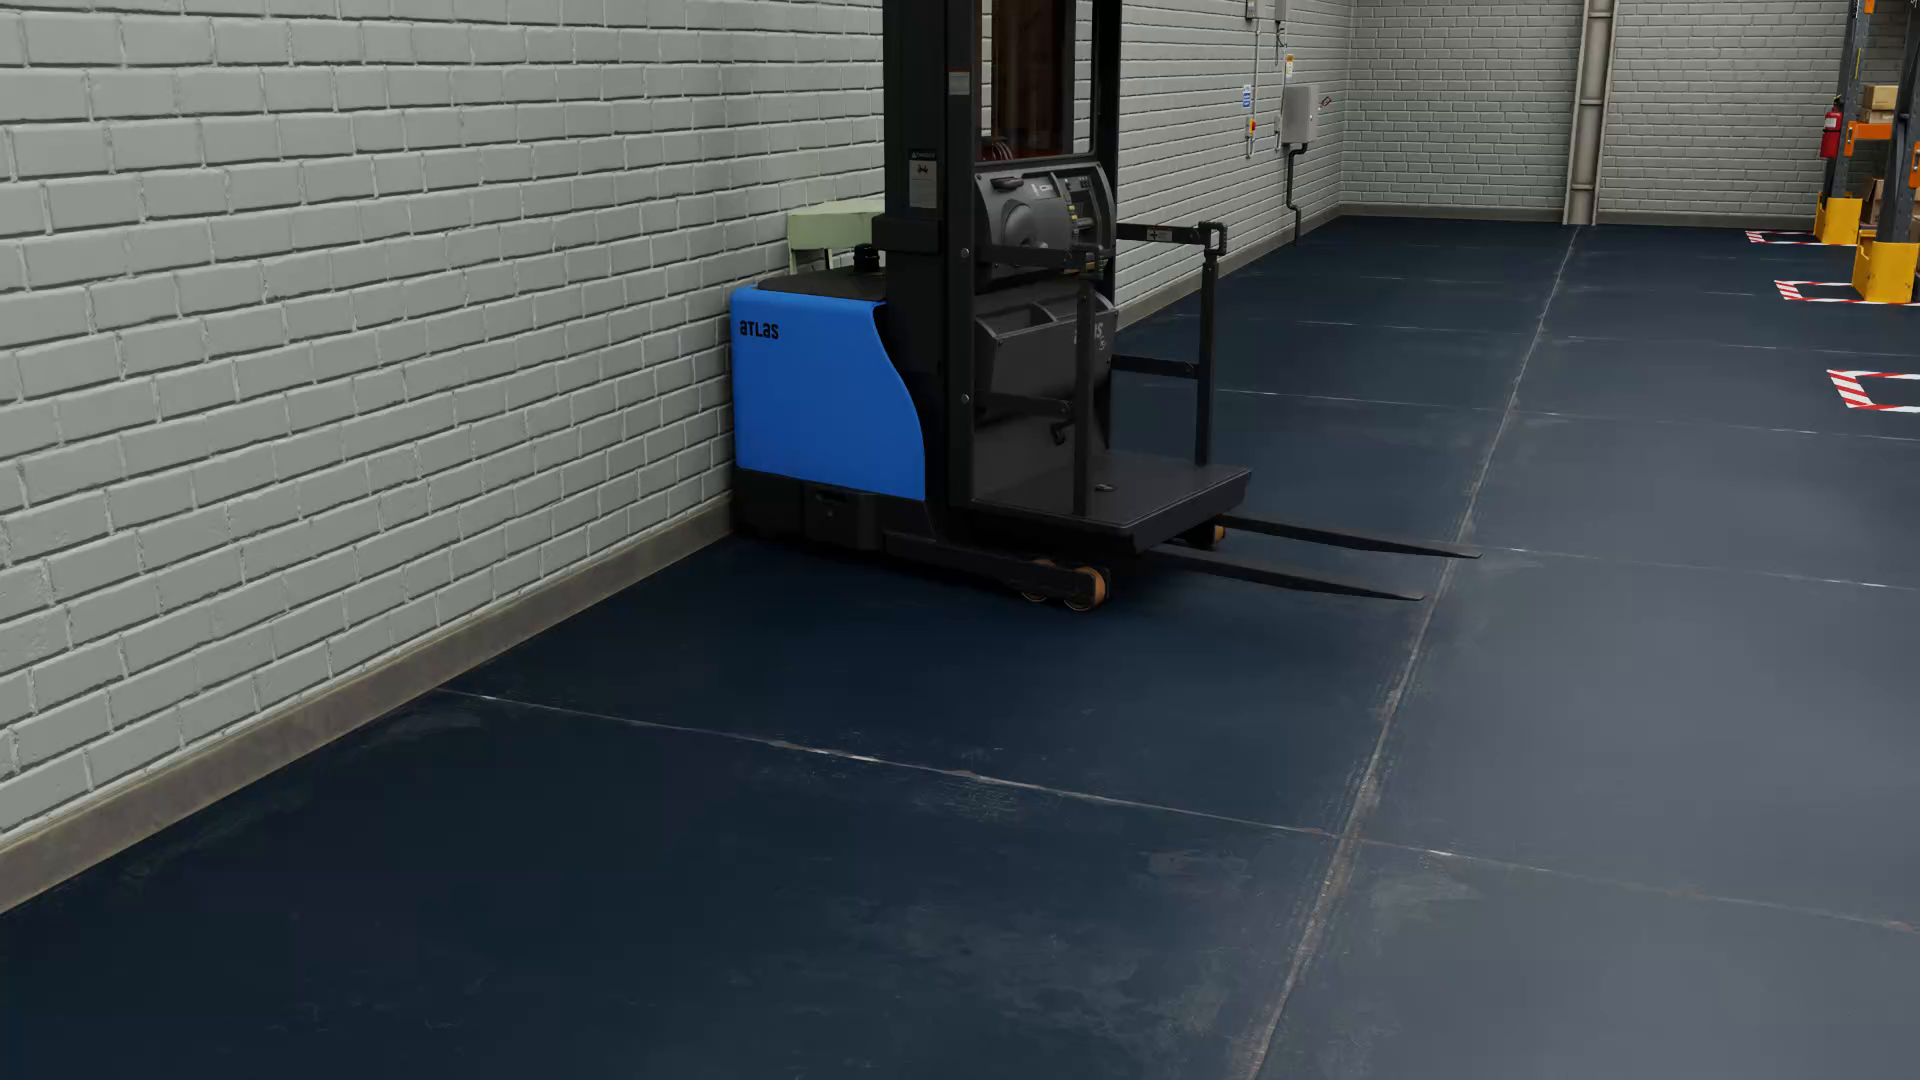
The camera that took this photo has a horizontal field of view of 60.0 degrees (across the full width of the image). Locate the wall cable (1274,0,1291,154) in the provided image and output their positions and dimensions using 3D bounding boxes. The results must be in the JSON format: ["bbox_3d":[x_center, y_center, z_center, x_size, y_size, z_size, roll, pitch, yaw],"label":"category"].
[{"bbox_3d":[3.362,-5.027,17.288,0.122,1.984,0.588,6,17,21],"label":"wall cable"}]

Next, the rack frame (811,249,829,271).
[{"bbox_3d":[-0.682,-1.018,7.877,0.023,1.500,0.400,3,20,22],"label":"rack frame"}]

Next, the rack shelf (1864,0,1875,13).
[{"bbox_3d":[11.785,-5.778,17.605,4.000,0.370,1.077,6,17,21],"label":"rack shelf"}]

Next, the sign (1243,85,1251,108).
[{"bbox_3d":[2.778,-4.294,16.099,0.001,0.218,0.327,6,17,21],"label":"sign"}]

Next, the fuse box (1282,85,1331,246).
[{"bbox_3d":[3.759,-4.081,18.163,0.414,1.711,0.539,6,17,21],"label":"fuse box"}]

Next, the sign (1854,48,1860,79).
[{"bbox_3d":[9.726,-5.162,18.022,0.005,0.325,0.100,6,17,21],"label":"sign"}]

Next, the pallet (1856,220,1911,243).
[{"bbox_3d":[10.737,-3.459,18.710,1.213,0.211,1.003,6,17,21],"label":"pallet"}]

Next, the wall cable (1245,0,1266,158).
[{"bbox_3d":[2.853,-4.673,16.012,0.123,1.953,0.585,6,17,21],"label":"wall cable"}]

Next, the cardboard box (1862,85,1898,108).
[{"bbox_3d":[10.450,-4.980,18.682,0.500,0.250,0.500,7,18,22],"label":"cardboard box"}]

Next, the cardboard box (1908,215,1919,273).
[{"bbox_3d":[8.757,-2.529,14.348,0.875,0.438,0.875,6,17,19],"label":"cardboard box"}]

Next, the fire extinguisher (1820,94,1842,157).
[{"bbox_3d":[9.618,-4.566,18.330,0.183,0.674,0.296,6,17,21],"label":"fire extinguisher"}]

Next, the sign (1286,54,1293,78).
[{"bbox_3d":[3.546,-5.104,17.892,0.001,0.242,0.339,6,17,21],"label":"sign"}]

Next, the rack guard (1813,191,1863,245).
[{"bbox_3d":[9.995,-3.679,18.950,0.348,0.500,1.175,6,17,21],"label":"rack guard"}]

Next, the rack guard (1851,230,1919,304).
[{"bbox_3d":[8.084,-2.401,14.549,0.348,0.500,1.175,6,17,21],"label":"rack guard"}]

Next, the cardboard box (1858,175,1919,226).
[{"bbox_3d":[10.459,-3.803,18.617,0.637,0.503,0.797,6,17,18],"label":"cardboard box"}]

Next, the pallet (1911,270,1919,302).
[{"bbox_3d":[8.879,-2.199,14.369,1.213,0.211,1.003,6,17,21],"label":"pallet"}]

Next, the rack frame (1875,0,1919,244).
[{"bbox_3d":[8.107,-3.599,14.192,0.127,3.000,1.000,6,17,21],"label":"rack frame"}]

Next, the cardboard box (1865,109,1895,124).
[{"bbox_3d":[10.130,-4.662,18.302,0.250,0.149,0.380,6,17,20],"label":"cardboard box"}]

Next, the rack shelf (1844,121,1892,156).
[{"bbox_3d":[11.785,-4.337,18.023,4.000,0.370,1.077,6,17,21],"label":"rack shelf"}]

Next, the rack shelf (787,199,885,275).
[{"bbox_3d":[-0.377,-1.370,7.615,0.720,0.370,0.431,3,20,22],"label":"rack shelf"}]

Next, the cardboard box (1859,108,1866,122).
[{"bbox_3d":[10.331,-4.802,18.786,0.250,0.149,0.380,6,17,20],"label":"cardboard box"}]

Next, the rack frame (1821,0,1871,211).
[{"bbox_3d":[9.924,-4.887,18.628,0.127,3.000,1.000,6,17,21],"label":"rack frame"}]

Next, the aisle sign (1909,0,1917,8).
[{"bbox_3d":[8.154,-4.936,14.132,0.004,0.787,0.394,6,17,21],"label":"aisle sign"}]

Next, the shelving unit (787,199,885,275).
[{"bbox_3d":[-0.344,-1.002,7.738,0.755,1.500,0.431,3,20,22],"label":"shelving unit"}]

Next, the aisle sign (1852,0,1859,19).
[{"bbox_3d":[9.753,-6.066,18.027,0.004,0.787,0.394,6,17,21],"label":"aisle sign"}]

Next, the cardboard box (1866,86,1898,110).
[{"bbox_3d":[10.248,-4.842,18.207,0.500,0.250,0.500,6,17,21],"label":"cardboard box"}]

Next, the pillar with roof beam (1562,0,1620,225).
[{"bbox_3d":[6.167,-7.161,15.701,0.400,9.000,9.100,6,17,21],"label":"pillar with roof beam"}]

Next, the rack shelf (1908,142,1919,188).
[{"bbox_3d":[9.967,-3.049,13.588,4.000,0.370,1.077,6,17,21],"label":"rack shelf"}]

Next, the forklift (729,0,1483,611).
[{"bbox_3d":[0.517,-1.308,6.420,3.031,2.935,1.130,11,19,33],"label":"forklift"}]
